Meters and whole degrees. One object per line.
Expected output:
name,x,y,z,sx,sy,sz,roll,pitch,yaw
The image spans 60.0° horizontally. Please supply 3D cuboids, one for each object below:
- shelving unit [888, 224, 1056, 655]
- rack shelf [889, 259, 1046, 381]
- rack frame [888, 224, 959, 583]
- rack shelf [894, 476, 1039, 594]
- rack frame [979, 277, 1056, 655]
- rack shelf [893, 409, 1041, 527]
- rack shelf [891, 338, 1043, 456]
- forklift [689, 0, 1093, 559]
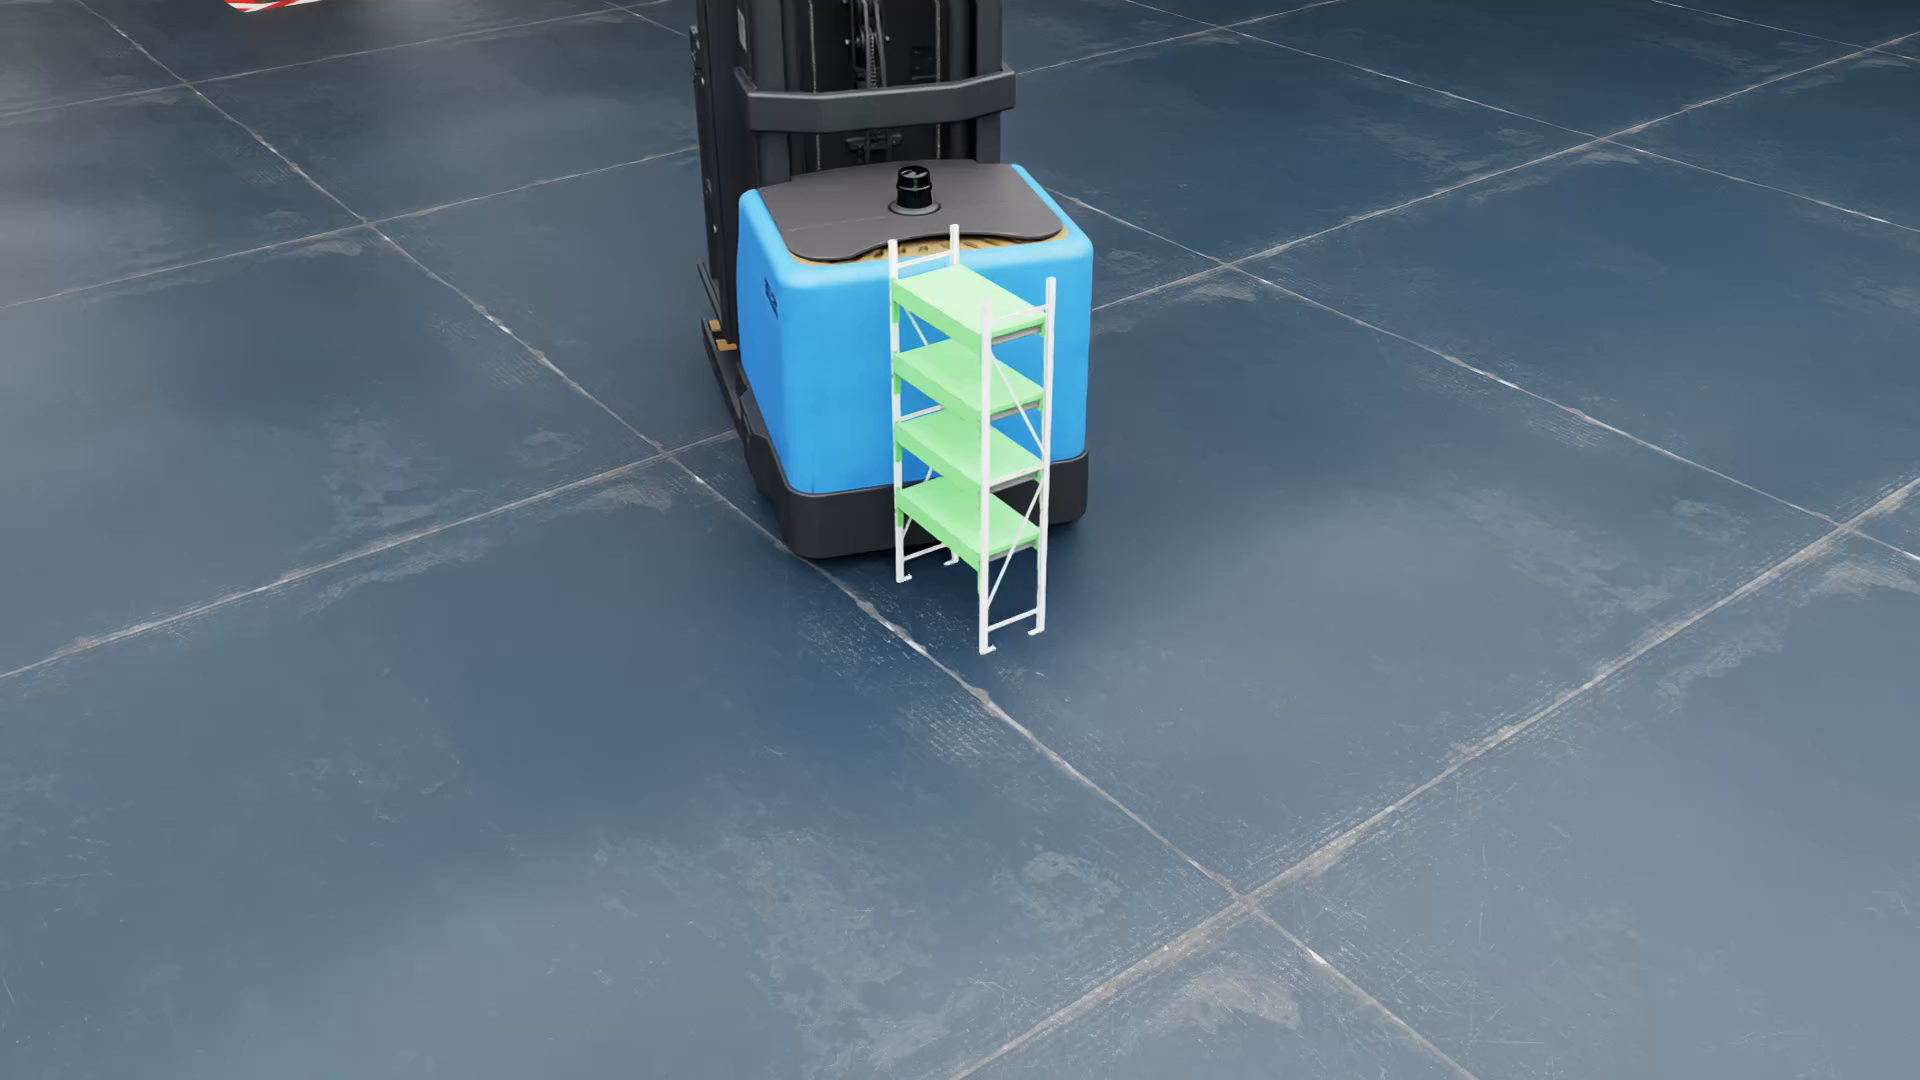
shelving unit,0.028,-0.297,5.090,0.258,1.200,0.503,-19,37,-28
rack shelf,0.028,-0.650,4.871,0.258,0.148,0.480,-19,37,-28
rack frame,-0.107,-0.404,5.263,0.240,1.200,0.015,-19,37,-28
rack shelf,0.028,-0.039,5.251,0.258,0.148,0.480,-19,37,-28
rack frame,0.164,-0.190,4.918,0.240,1.200,0.015,-19,37,-28
rack shelf,0.028,-0.242,5.124,0.258,0.148,0.480,-19,37,-28
rack shelf,0.028,-0.446,4.998,0.258,0.148,0.480,-19,37,-28
forklift,-0.452,-1.952,6.116,1.130,2.935,3.031,-9,33,-13
